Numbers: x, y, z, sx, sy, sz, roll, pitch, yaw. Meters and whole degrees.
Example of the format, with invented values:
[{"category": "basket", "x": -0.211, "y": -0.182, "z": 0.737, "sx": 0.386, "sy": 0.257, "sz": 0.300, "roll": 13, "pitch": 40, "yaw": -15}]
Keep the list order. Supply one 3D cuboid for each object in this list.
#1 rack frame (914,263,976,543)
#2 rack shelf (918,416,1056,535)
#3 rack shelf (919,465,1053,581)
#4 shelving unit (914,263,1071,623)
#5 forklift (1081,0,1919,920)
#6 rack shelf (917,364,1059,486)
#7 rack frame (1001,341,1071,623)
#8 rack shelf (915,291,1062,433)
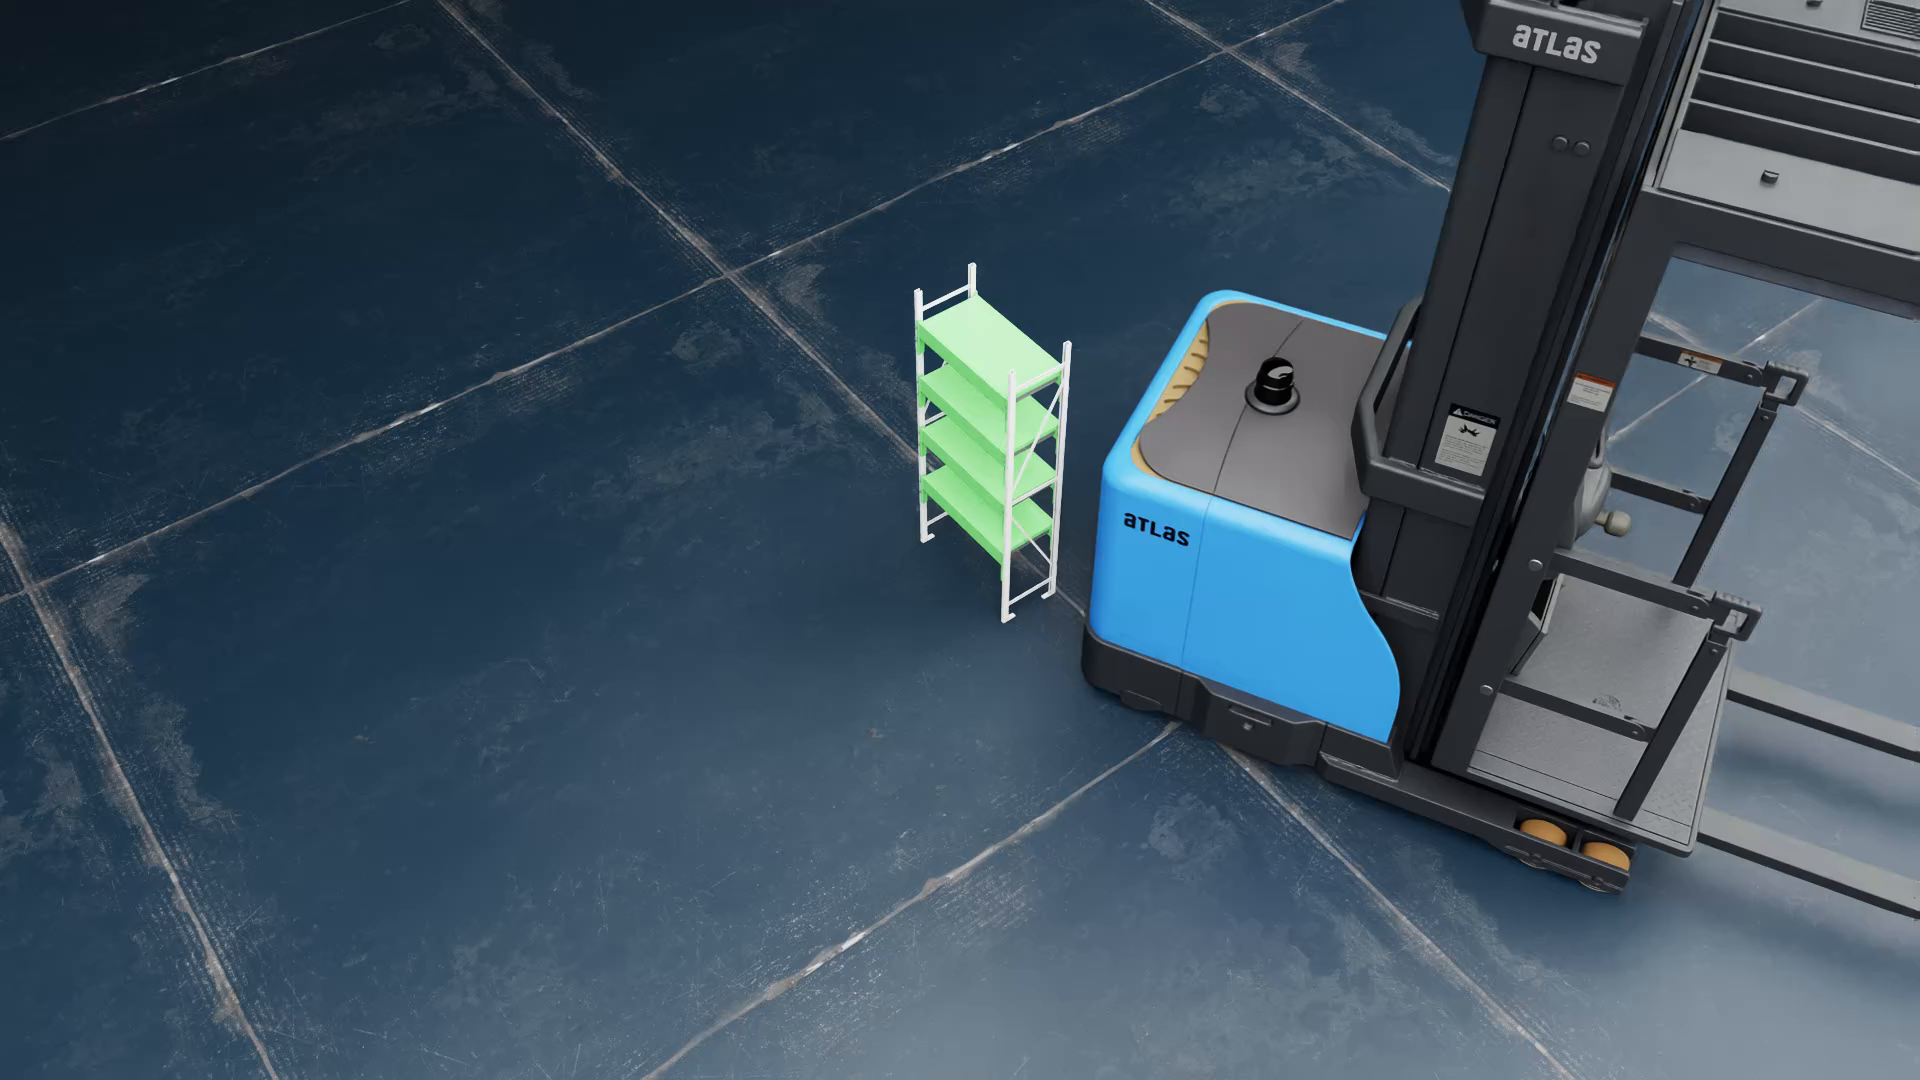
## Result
[{"category": "rack frame", "x": -0.048, "y": -0.449, "z": 5.847, "sx": 0.240, "sy": 1.200, "sz": 0.015, "roll": -29, "pitch": 54, "yaw": -24}, {"category": "rack shelf", "x": 0.100, "y": -0.262, "z": 5.764, "sx": 0.258, "sy": 0.148, "sz": 0.480, "roll": -29, "pitch": 54, "yaw": -24}, {"category": "rack shelf", "x": 0.100, "y": -0.101, "z": 5.942, "sx": 0.258, "sy": 0.148, "sz": 0.480, "roll": -29, "pitch": 54, "yaw": -24}, {"category": "shelving unit", "x": 0.100, "y": -0.305, "z": 5.717, "sx": 0.258, "sy": 1.200, "sz": 0.503, "roll": -29, "pitch": 54, "yaw": -24}, {"category": "forklift", "x": 1.975, "y": -0.330, "z": 4.571, "sx": 3.031, "sy": 2.935, "sz": 1.130, "roll": 20, "pitch": 51, "yaw": 17}, {"category": "rack shelf", "x": 0.100, "y": -0.424, "z": 5.587, "sx": 0.258, "sy": 0.148, "sz": 0.480, "roll": -29, "pitch": 54, "yaw": -24}, {"category": "rack frame", "x": 0.248, "y": -0.162, "z": 5.587, "sx": 0.240, "sy": 1.200, "sz": 0.015, "roll": -29, "pitch": 54, "yaw": -24}, {"category": "rack shelf", "x": 0.100, "y": -0.585, "z": 5.409, "sx": 0.258, "sy": 0.148, "sz": 0.480, "roll": -29, "pitch": 54, "yaw": -24}]
